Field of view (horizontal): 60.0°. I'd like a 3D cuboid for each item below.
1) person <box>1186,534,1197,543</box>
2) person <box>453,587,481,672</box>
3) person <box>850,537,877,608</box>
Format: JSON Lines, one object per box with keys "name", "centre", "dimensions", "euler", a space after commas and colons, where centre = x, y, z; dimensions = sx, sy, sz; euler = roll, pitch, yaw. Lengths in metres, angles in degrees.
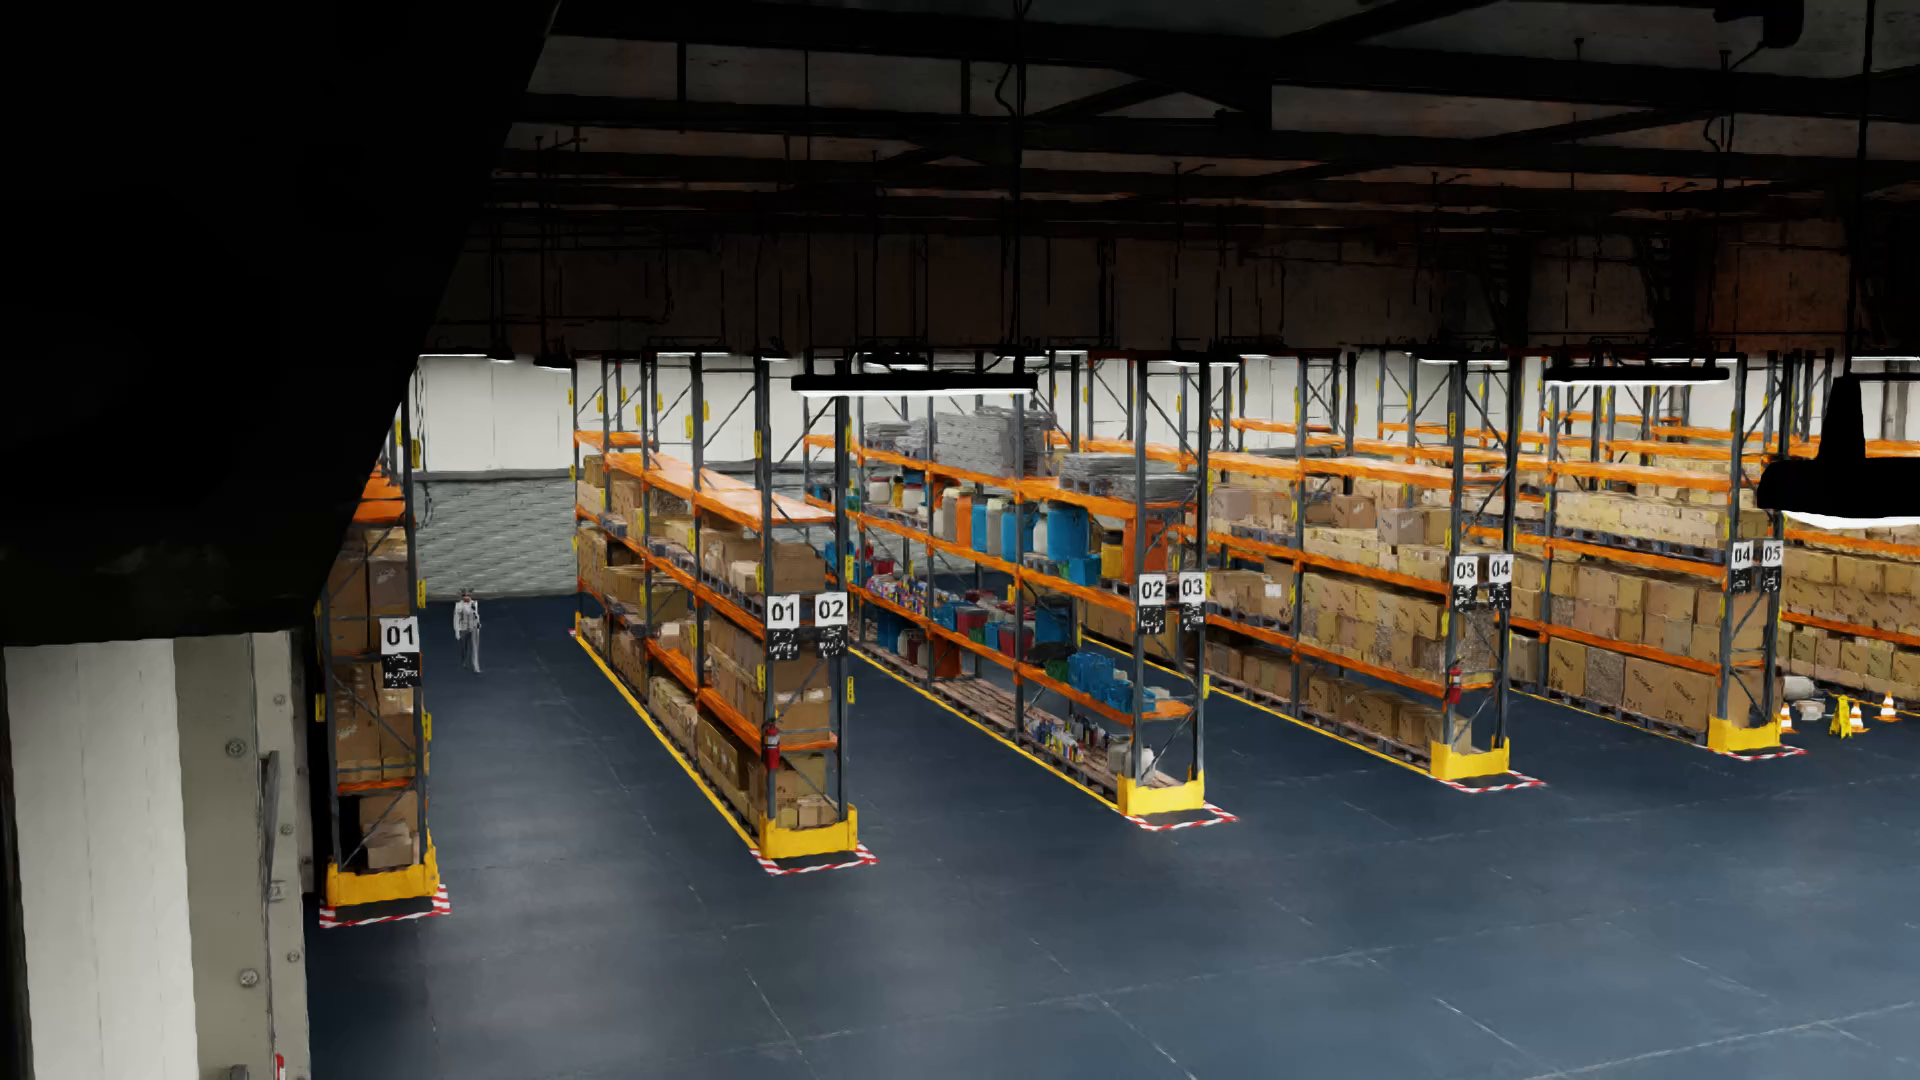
{"name": "person", "centre": [6.190, 0.064, 43.834], "dimensions": [0.504, 1.656, 0.600], "euler": [5, 9, 36]}
{"name": "person", "centre": [-9.232, 1.656, 31.148], "dimensions": [0.495, 1.589, 1.086], "euler": [-2, 7, -18]}
{"name": "person", "centre": [-2.183, 0.744, 38.278], "dimensions": [0.704, 1.659, 0.849], "euler": [-6, 9, -39]}
